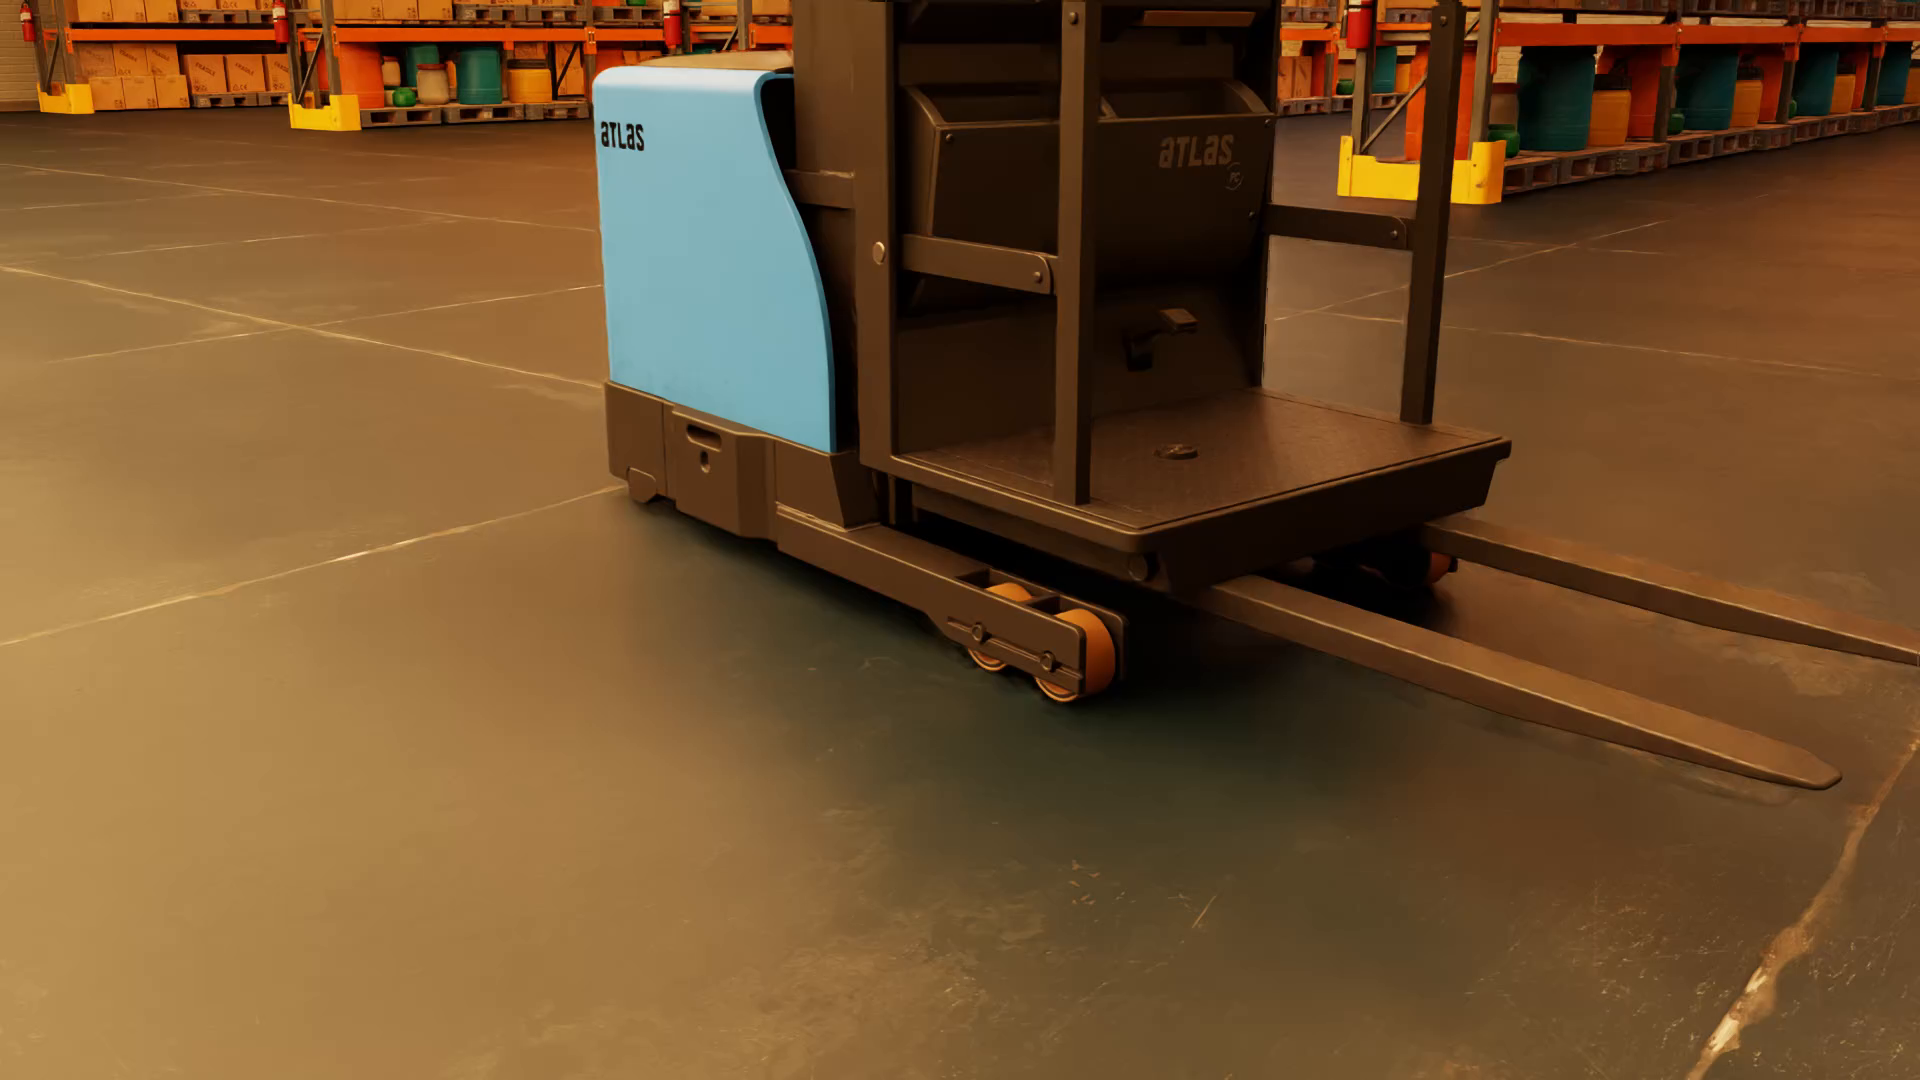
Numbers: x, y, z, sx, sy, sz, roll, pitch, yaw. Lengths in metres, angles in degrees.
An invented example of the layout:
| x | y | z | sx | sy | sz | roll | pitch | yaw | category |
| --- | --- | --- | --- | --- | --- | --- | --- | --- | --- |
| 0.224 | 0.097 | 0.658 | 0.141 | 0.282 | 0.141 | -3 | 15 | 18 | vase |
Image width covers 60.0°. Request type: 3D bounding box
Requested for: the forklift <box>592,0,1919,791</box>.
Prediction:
| x | y | z | sx | sy | sz | roll | pitch | yaw | category |
| --- | --- | --- | --- | --- | --- | --- | --- | --- | --- |
| 0.412 | -1.275 | 3.096 | 1.130 | 2.935 | 3.031 | -13 | 21 | -37 | forklift |
